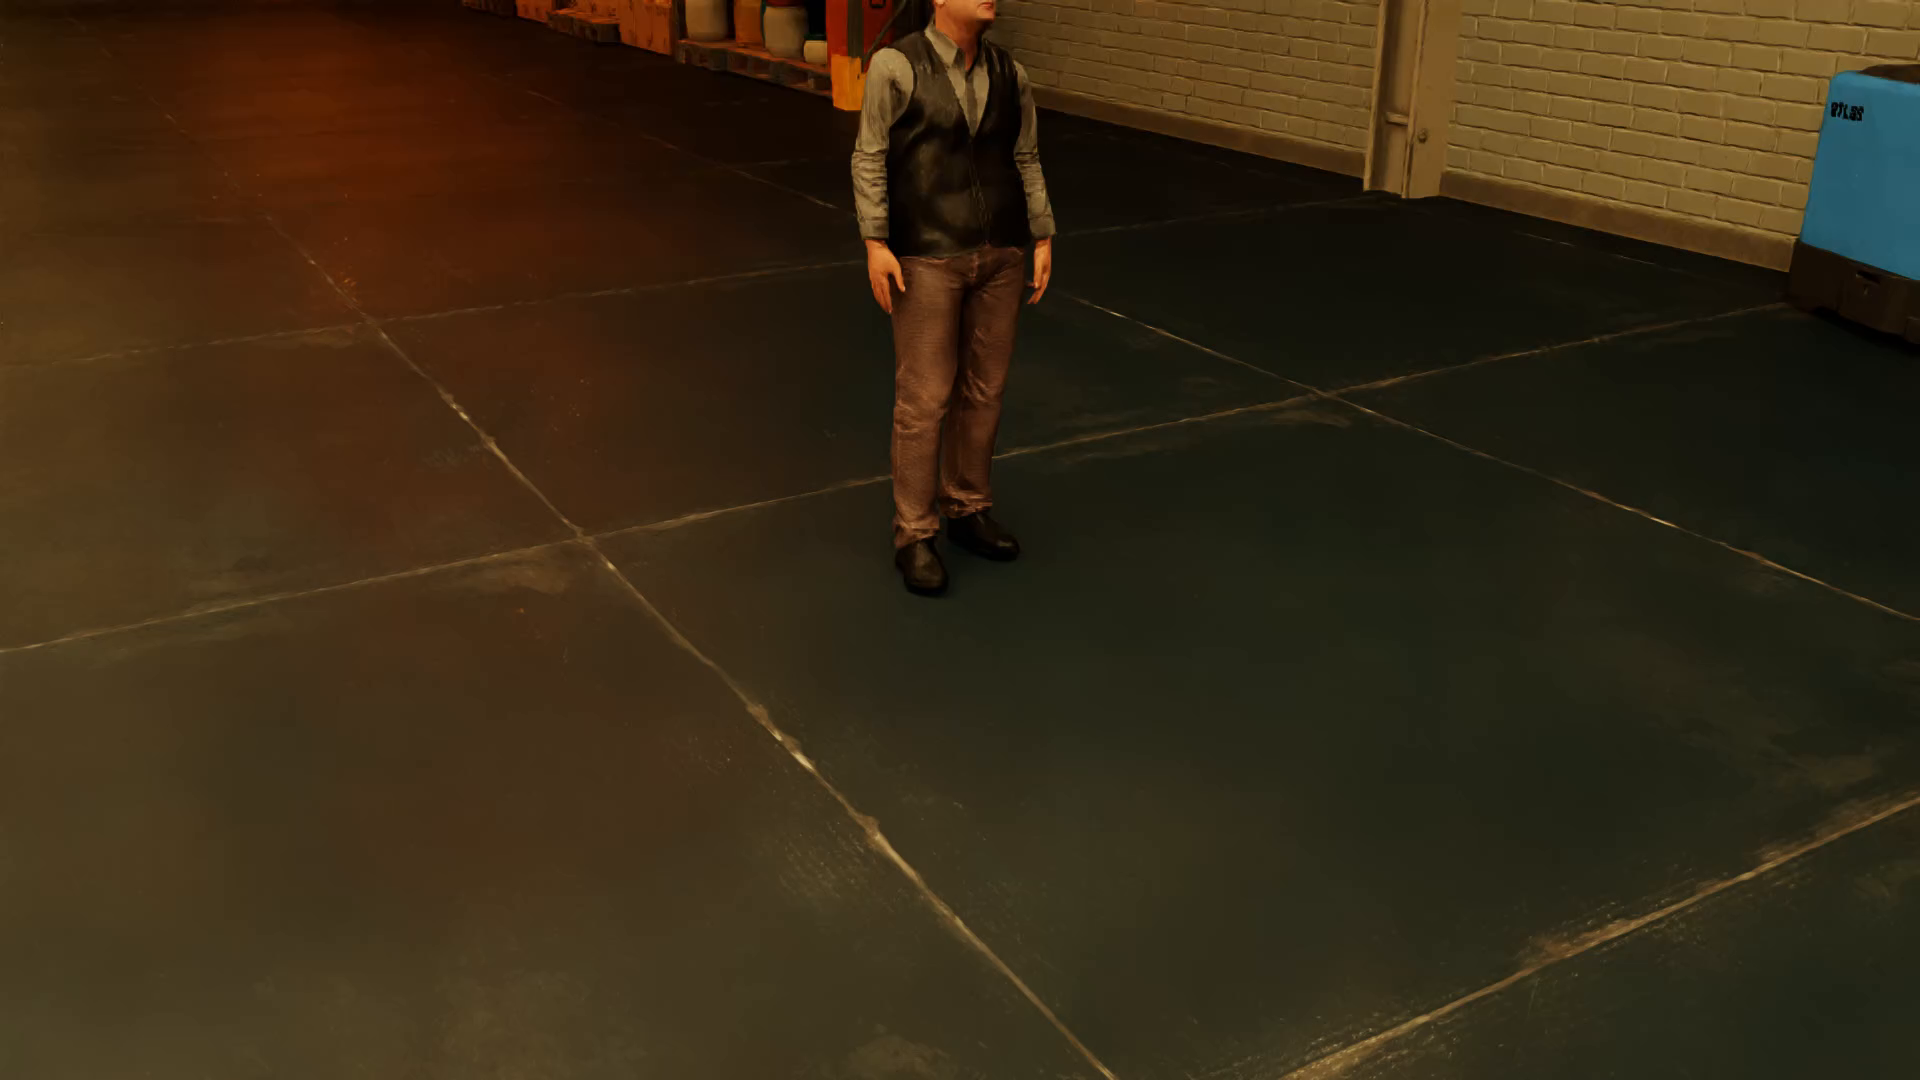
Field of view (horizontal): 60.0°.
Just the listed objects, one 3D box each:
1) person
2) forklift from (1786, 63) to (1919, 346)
[{"bbox_3d":[0.024,-0.781,4.751,0.632,1.720,0.567,-12,25,-28],"label":"person"},{"bbox_3d":[4.624,-1.942,6.007,1.130,2.935,3.031,-4,23,-9],"label":"forklift"}]
